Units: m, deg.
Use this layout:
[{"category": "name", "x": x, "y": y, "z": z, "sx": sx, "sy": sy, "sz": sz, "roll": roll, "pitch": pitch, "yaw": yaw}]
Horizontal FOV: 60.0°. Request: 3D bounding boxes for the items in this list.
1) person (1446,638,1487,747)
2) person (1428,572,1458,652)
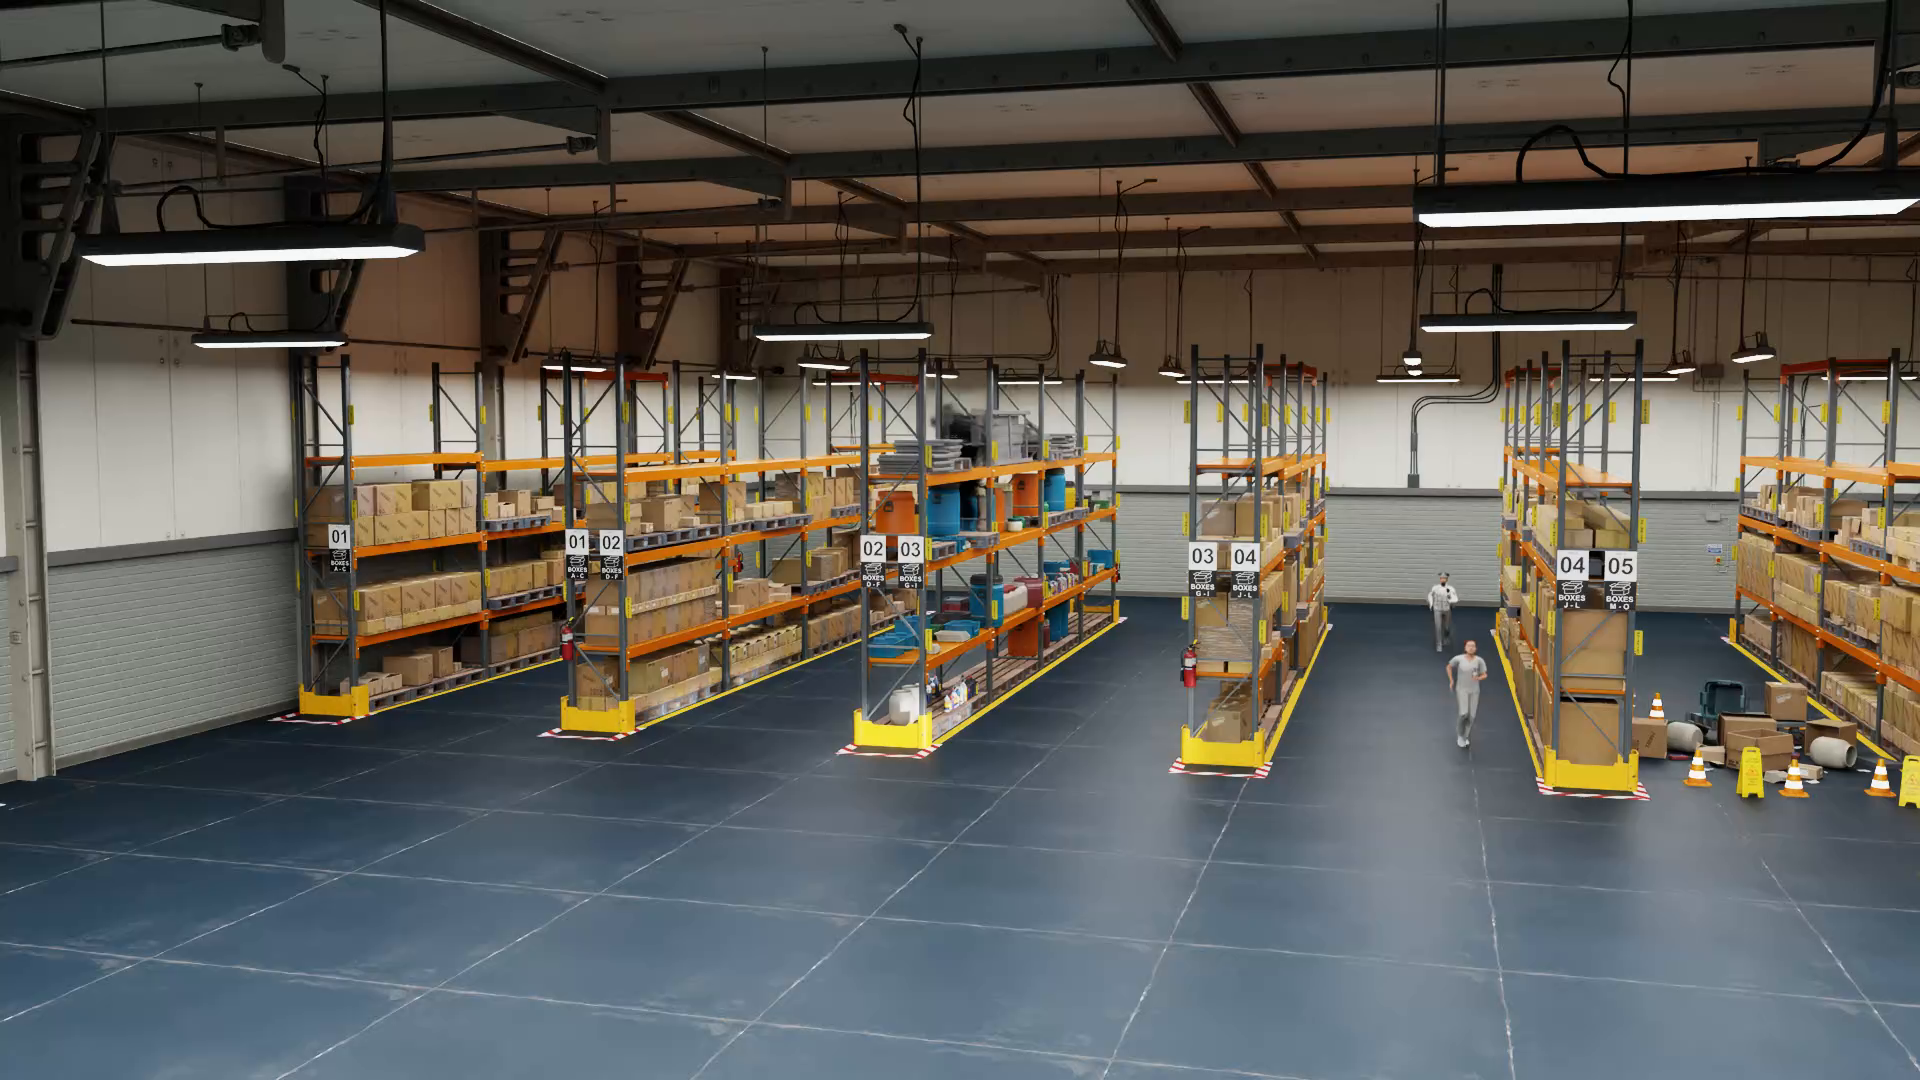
[{"category": "person", "x": 7.618, "y": 2.292, "z": 24.951, "sx": 0.552, "sy": 1.639, "sz": 0.613, "roll": 1, "pitch": 4, "yaw": 7}, {"category": "person", "x": 10.253, "y": 1.506, "z": 35.338, "sx": 0.623, "sy": 1.664, "sz": 0.896, "roll": 1, "pitch": 5, "yaw": 18}]
